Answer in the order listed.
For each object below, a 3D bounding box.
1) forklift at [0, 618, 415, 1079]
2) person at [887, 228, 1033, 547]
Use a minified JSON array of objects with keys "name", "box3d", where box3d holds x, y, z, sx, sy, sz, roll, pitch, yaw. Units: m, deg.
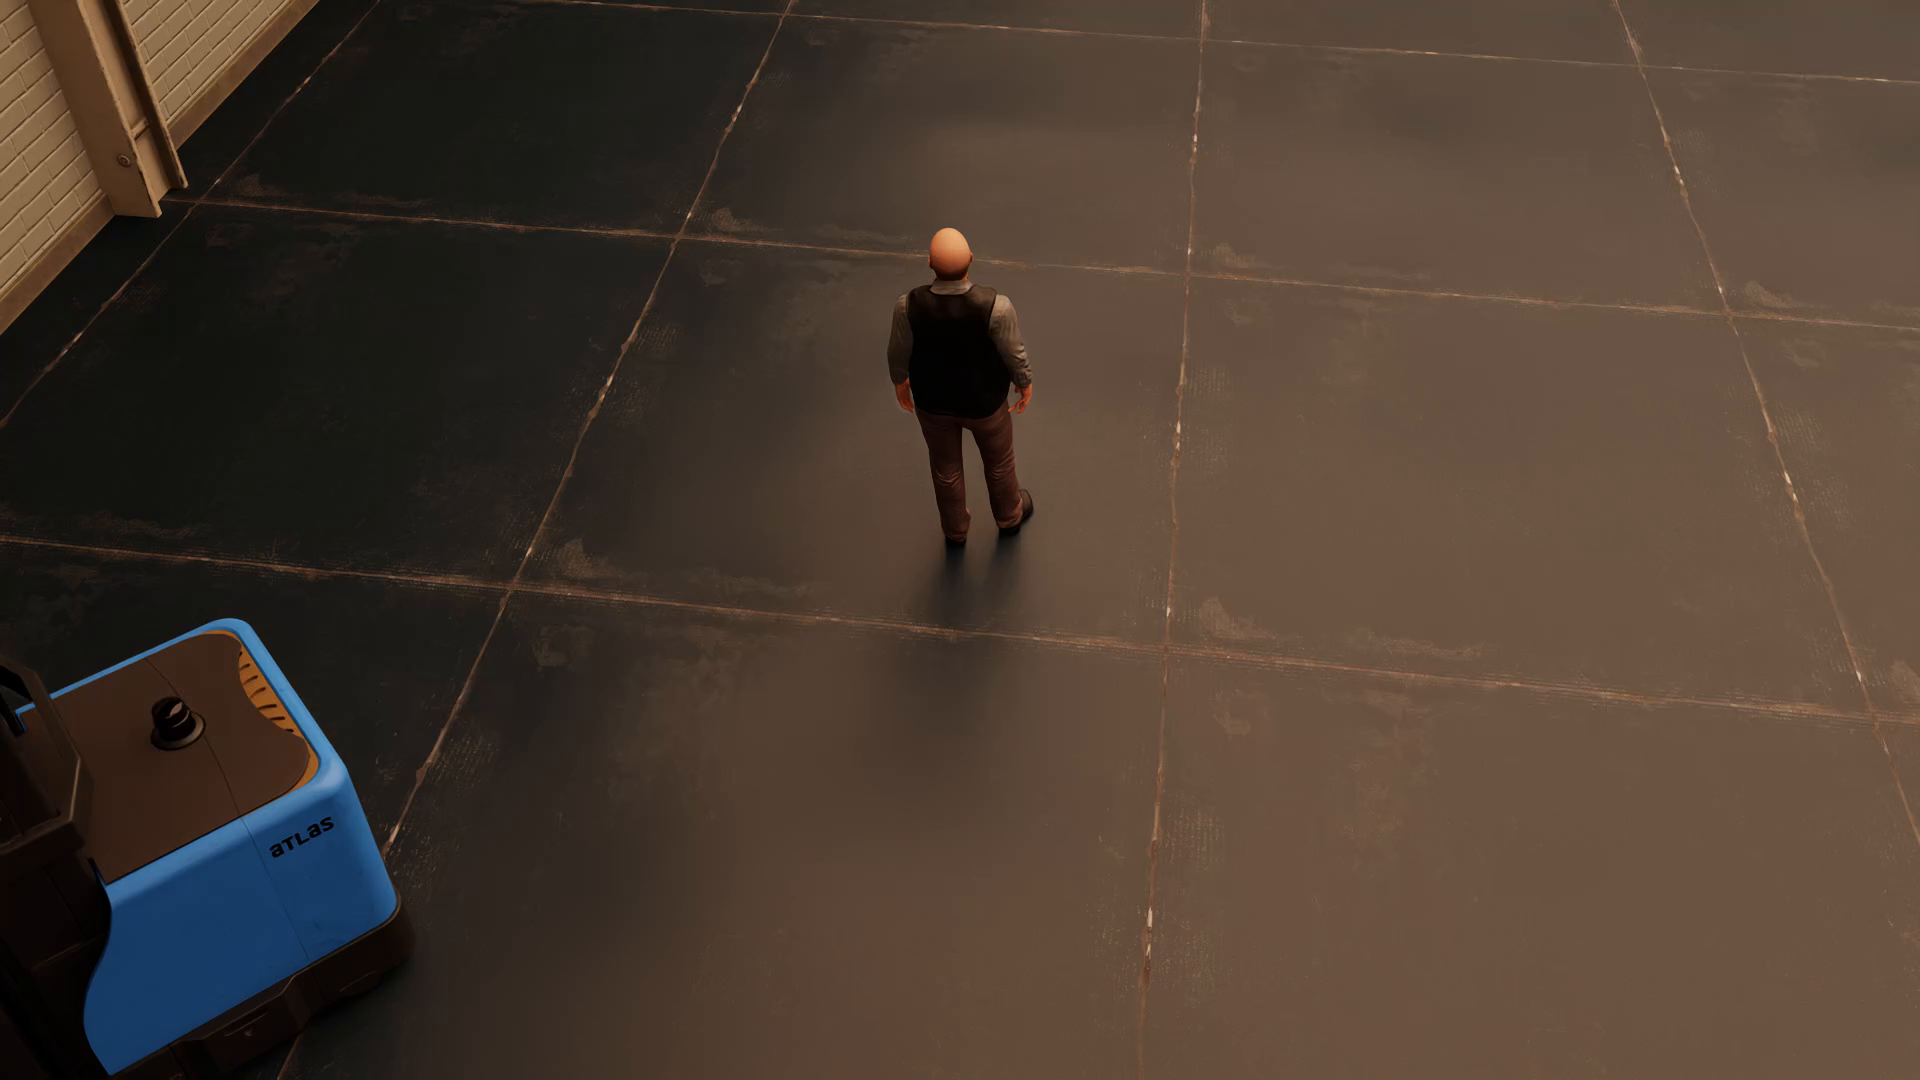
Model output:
[{"name":"forklift","box3d":[-3.485,0.846,4.804,3.031,2.935,1.130,-28,50,-27]},{"name":"person","box3d":[0.017,-0.686,7.355,0.633,1.722,0.551,5,43,6]}]
